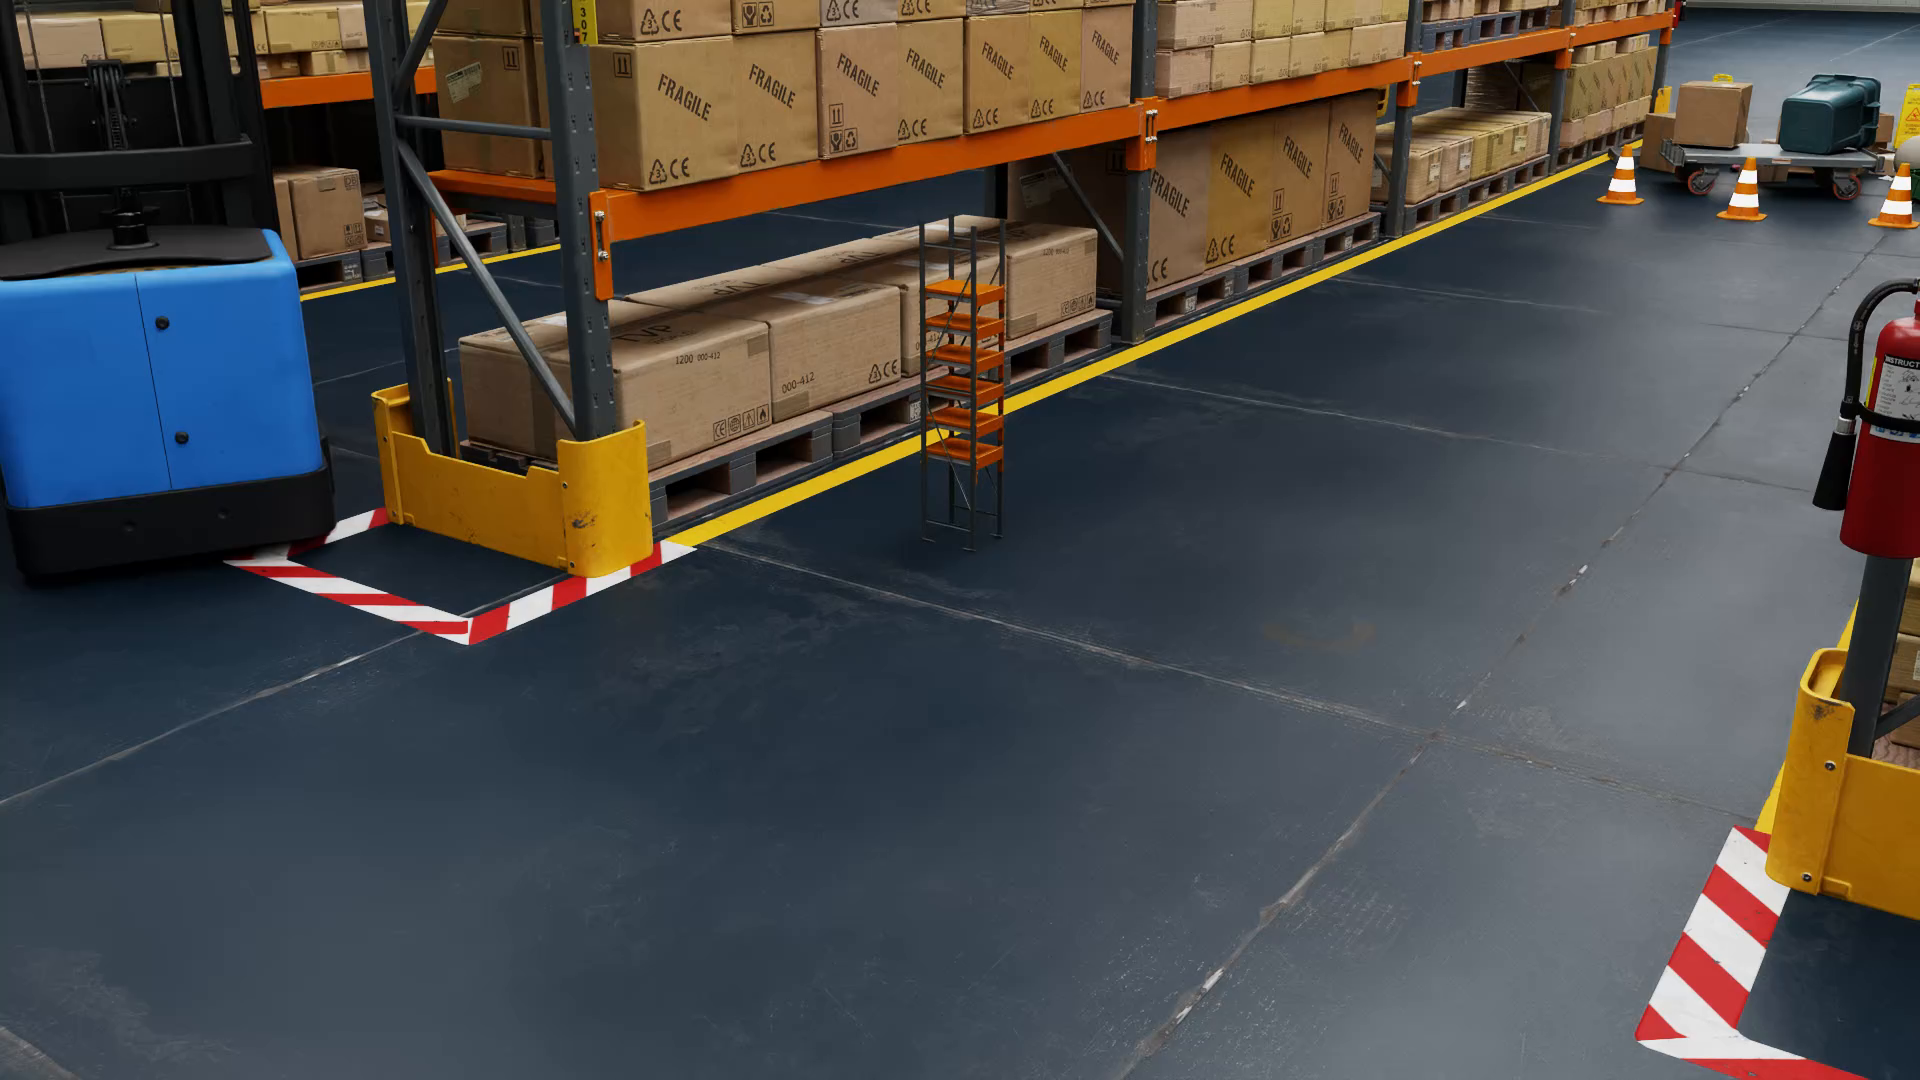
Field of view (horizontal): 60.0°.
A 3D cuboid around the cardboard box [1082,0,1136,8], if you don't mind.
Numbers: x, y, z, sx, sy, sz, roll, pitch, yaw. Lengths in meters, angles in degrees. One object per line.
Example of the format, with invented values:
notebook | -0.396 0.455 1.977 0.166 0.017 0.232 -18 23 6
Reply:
cardboard box | 0.541 -2.907 8.214 0.500 0.500 0.500 13 24 31

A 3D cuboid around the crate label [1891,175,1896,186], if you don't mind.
crate label | 8.276 -3.101 14.450 0.298 0.136 0.250 -2 20 -5

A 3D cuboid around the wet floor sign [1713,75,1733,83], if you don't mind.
wet floor sign | 8.315 -4.765 18.216 0.232 0.644 0.267 -14 25 -33

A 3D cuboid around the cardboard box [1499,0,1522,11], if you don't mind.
cardboard box | 4.429 -4.463 13.764 0.380 0.149 0.250 13 24 32

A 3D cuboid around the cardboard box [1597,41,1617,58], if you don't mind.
cardboard box | 6.186 -4.805 16.274 0.380 0.149 0.250 15 25 35

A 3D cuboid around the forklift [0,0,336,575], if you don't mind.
forklift | -3.409 -1.726 6.706 1.130 2.935 3.031 -9 22 -24

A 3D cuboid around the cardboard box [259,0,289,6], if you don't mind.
cardboard box | -4.587 -3.593 10.360 0.500 0.500 0.500 13 24 30

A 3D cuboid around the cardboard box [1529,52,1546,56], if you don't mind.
cardboard box | 5.756 -4.650 16.788 0.500 0.500 0.500 15 25 35

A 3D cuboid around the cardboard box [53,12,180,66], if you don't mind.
cardboard box | -4.735 -2.837 9.398 0.500 0.250 0.500 13 24 31

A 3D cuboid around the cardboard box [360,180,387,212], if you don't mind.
cardboard box | -4.096 -2.339 11.536 0.500 0.311 0.500 14 25 34

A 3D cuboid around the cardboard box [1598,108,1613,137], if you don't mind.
cardboard box | 6.217 -4.208 16.674 0.500 0.250 0.500 13 24 31

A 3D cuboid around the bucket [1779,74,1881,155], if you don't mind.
bucket | 7.395 -3.605 14.216 0.620 0.611 0.726 -24 30 -29

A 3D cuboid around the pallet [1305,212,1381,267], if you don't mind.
pallet | 2.321 -2.208 11.931 1.003 0.211 1.213 13 24 32

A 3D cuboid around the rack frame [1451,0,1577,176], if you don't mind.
rack frame | 5.075 -4.875 15.122 1.000 3.000 0.127 13 24 32

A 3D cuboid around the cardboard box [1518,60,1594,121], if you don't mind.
cardboard box | 5.630 -4.251 15.711 0.500 0.500 0.500 15 25 34

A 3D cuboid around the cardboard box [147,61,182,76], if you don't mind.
cardboard box | -4.601 -2.682 9.555 0.380 0.149 0.250 12 24 30

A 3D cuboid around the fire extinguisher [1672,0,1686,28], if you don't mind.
fire extinguisher | 7.769 -5.930 18.084 0.296 0.674 0.183 13 24 32

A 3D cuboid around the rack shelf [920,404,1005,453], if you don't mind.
rack shelf | 0.008 -0.413 6.125 0.258 0.103 0.180 13 24 32

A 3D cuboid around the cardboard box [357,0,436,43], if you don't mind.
cardboard box | -3.614 -3.423 10.981 0.500 0.250 0.500 14 24 33

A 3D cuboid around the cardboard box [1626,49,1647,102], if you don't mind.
cardboard box | 6.798 -4.851 17.333 0.500 0.500 0.500 14 25 34

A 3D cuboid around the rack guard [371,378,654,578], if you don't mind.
rack guard | -1.684 -0.253 6.229 1.175 0.500 0.348 13 24 32

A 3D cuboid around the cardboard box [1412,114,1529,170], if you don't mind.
cardboard box | 4.381 -3.482 14.537 0.950 0.372 0.625 15 25 35

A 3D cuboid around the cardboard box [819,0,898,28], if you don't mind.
cardboard box | -0.598 -2.329 6.653 0.500 0.500 0.500 13 24 31

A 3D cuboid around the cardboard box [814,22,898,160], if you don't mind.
cardboard box | -0.601 -1.854 6.809 0.500 0.500 0.500 13 24 32

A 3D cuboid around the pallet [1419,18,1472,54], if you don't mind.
pallet | 3.139 -3.863 12.661 1.213 0.211 1.003 13 24 32

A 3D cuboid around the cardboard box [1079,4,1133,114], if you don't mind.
cardboard box | 0.529 -2.444 8.405 0.500 0.500 0.500 14 24 32

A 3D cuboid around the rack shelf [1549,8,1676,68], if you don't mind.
rack shelf | 6.199 -5.112 16.798 1.077 0.370 4.000 13 24 32

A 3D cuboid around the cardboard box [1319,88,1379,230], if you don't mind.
cardboard box | 2.369 -2.746 11.823 0.875 0.875 0.875 13 24 31

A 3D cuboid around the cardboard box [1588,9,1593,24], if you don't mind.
cardboard box | 5.741 -4.950 15.686 0.380 0.149 0.250 13 24 32

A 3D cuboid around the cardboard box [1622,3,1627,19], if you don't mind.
cardboard box | 6.363 -5.228 16.438 0.380 0.149 0.250 13 24 32

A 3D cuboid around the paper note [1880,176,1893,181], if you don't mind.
paper note | 8.476 -3.289 15.125 0.155 0.023 0.172 -14 25 -33

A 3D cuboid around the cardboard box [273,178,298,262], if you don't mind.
cardboard box | -4.463 -1.951 10.213 0.500 0.500 0.500 14 24 33

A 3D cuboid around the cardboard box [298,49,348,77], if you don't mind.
cardboard box | -4.044 -2.982 10.364 0.380 0.149 0.250 13 24 31

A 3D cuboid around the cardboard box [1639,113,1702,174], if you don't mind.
cardboard box | 6.803 -3.746 15.669 0.500 0.500 0.500 -6 21 -15

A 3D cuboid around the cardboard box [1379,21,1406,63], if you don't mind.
cardboard box | 2.757 -3.462 11.516 0.500 0.250 0.500 12 24 30

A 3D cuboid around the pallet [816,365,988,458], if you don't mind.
pallet | -0.599 -0.718 7.901 1.003 0.211 1.213 13 24 32

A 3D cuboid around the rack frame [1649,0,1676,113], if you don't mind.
rack frame | 7.324 -6.023 18.225 1.000 3.000 0.127 13 24 32

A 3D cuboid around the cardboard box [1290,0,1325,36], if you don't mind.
cardboard box | 1.917 -3.256 10.238 0.500 0.250 0.500 12 24 30

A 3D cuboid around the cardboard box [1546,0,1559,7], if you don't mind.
cardboard box | 5.014 -4.753 14.548 0.380 0.149 0.250 14 24 33

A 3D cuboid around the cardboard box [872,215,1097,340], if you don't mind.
cardboard box | 0.136 -1.416 8.858 0.875 0.438 0.875 13 24 31

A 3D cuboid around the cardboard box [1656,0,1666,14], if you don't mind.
cardboard box | 7.240 -5.662 17.610 0.380 0.149 0.250 13 24 31

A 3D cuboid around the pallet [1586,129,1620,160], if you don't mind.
pallet | 6.108 -4.119 17.095 1.003 0.211 1.213 13 24 32

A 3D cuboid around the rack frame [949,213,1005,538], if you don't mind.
rack frame | 0.060 -0.593 6.139 0.240 1.200 0.006 13 24 32

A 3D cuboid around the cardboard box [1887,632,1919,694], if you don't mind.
cardboard box | 2.541 0.297 4.212 0.380 0.149 0.250 13 24 30

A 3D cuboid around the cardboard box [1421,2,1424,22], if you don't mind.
cardboard box | 3.163 -3.864 12.144 0.380 0.149 0.250 12 23 29

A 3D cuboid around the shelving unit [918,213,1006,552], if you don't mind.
shelving unit | 0.008 -0.567 6.068 0.258 1.200 0.189 13 24 32

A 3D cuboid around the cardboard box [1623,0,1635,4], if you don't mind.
cardboard box | 6.376 -5.573 16.434 0.500 0.500 0.500 14 24 32

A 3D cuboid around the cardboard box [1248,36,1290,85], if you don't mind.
cardboard box | 1.634 -2.877 9.936 0.500 0.250 0.500 13 24 31
